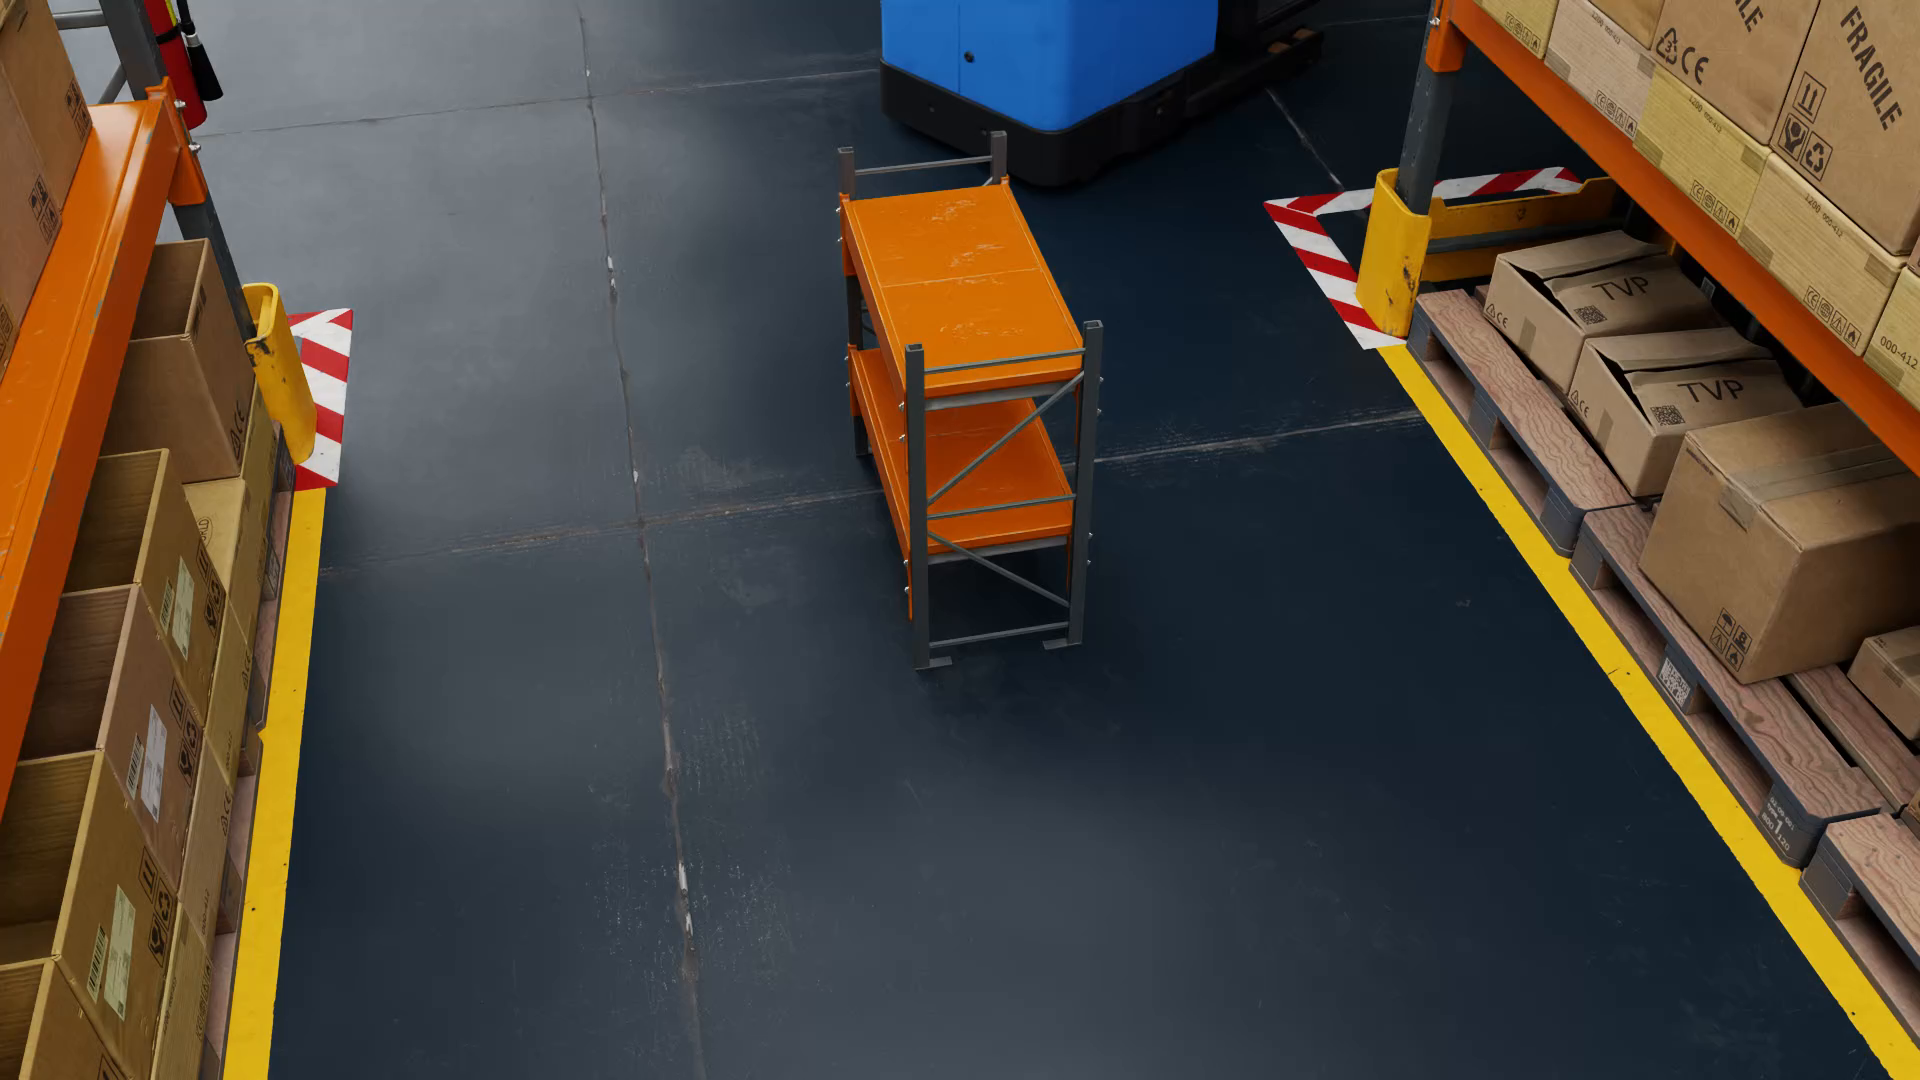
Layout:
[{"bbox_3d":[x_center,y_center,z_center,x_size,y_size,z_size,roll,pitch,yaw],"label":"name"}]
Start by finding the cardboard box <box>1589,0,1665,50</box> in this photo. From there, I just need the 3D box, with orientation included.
[{"bbox_3d":[1.981,-1.658,4.391,0.500,0.500,0.500,-8,42,-9],"label":"cardboard box"}]

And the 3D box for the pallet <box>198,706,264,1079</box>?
[{"bbox_3d":[-2.296,0.934,4.039,1.003,0.211,1.213,-8,42,-9],"label":"pallet"}]

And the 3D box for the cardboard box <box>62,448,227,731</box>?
[{"bbox_3d":[-2.125,0.154,4.007,0.500,0.500,0.500,-8,42,-9],"label":"cardboard box"}]

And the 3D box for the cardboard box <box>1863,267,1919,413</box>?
[{"bbox_3d":[2.317,-0.370,3.506,0.500,0.250,0.500,-9,42,-10],"label":"cardboard box"}]

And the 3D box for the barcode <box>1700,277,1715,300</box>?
[{"bbox_3d":[2.531,-0.847,5.632,0.001,0.075,0.075,-8,42,-9],"label":"barcode"}]

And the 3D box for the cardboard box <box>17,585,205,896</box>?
[{"bbox_3d":[-2.018,0.478,3.642,0.500,0.500,0.500,-8,42,-9],"label":"cardboard box"}]

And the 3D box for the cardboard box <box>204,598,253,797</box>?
[{"bbox_3d":[-2.128,0.435,4.256,0.500,0.250,0.500,-8,42,-9],"label":"cardboard box"}]

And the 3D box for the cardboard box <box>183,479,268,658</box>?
[{"bbox_3d":[-2.238,0.111,4.620,0.500,0.250,0.500,-8,42,-9],"label":"cardboard box"}]

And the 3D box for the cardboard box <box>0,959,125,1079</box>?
[{"bbox_3d":[-1.808,1.127,2.911,0.500,0.500,0.500,-8,42,-9],"label":"cardboard box"}]

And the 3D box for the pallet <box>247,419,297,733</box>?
[{"bbox_3d":[-2.556,0.144,4.928,1.003,0.211,1.213,-8,42,-9],"label":"pallet"}]

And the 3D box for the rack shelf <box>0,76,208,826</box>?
[{"bbox_3d":[-2.330,0.177,3.332,1.077,0.370,4.000,-8,42,-9],"label":"rack shelf"}]

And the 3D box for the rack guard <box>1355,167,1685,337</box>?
[{"bbox_3d":[2.091,-1.116,6.131,1.175,0.500,0.348,-8,42,-9],"label":"rack guard"}]

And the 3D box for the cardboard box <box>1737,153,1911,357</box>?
[{"bbox_3d":[2.207,-0.696,3.873,0.500,0.250,0.500,-8,42,-9],"label":"cardboard box"}]

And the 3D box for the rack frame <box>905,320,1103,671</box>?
[{"bbox_3d":[0.111,-0.087,4.500,0.500,1.125,0.032,-8,42,-9],"label":"rack frame"}]

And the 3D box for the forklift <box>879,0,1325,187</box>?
[{"bbox_3d":[1.037,-3.415,6.889,1.130,2.935,3.031,32,51,31],"label":"forklift"}]

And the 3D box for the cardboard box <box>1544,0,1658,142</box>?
[{"bbox_3d":[1.996,-1.355,4.615,0.500,0.250,0.500,-10,42,-11],"label":"cardboard box"}]

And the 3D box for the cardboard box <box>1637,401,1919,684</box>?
[{"bbox_3d":[2.369,-0.016,4.560,0.700,0.500,0.500,-11,43,-12],"label":"cardboard box"}]

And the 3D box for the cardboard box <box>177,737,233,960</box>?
[{"bbox_3d":[-2.022,0.759,3.890,0.500,0.250,0.500,-8,42,-9],"label":"cardboard box"}]

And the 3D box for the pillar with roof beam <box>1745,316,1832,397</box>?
[{"bbox_3d":[-1.133,-3.397,2.298,9.100,9.000,0.400,-8,42,-9],"label":"pillar with roof beam"}]

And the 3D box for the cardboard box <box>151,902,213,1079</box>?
[{"bbox_3d":[-1.908,1.082,3.526,0.500,0.250,0.500,-8,42,-9],"label":"cardboard box"}]

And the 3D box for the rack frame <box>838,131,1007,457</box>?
[{"bbox_3d":[-0.108,-0.746,5.243,0.500,1.125,0.032,-8,42,-9],"label":"rack frame"}]

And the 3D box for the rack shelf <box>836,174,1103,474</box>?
[{"bbox_3d":[0.001,-0.635,4.677,0.538,0.278,1.000,-8,42,-9],"label":"rack shelf"}]

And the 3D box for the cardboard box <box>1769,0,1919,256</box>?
[{"bbox_3d":[2.210,-0.989,3.638,0.500,0.500,0.500,-7,42,-8],"label":"cardboard box"}]

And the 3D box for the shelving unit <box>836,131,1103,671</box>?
[{"bbox_3d":[0.001,-0.416,4.872,0.538,1.125,1.048,-8,42,-9],"label":"shelving unit"}]

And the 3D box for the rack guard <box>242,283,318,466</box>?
[{"bbox_3d":[-2.767,-0.469,5.401,1.175,0.500,0.348,-8,42,-9],"label":"rack guard"}]

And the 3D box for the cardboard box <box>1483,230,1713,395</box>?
[{"bbox_3d":[2.136,-0.798,5.583,0.500,0.311,0.500,-13,43,-14],"label":"cardboard box"}]

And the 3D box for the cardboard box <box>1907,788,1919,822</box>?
[{"bbox_3d":[2.675,0.596,3.871,0.500,0.500,0.500,-11,43,-12],"label":"cardboard box"}]

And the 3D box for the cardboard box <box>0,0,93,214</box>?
[{"bbox_3d":[-2.673,-1.121,4.178,0.700,0.500,0.500,-8,42,-9],"label":"cardboard box"}]

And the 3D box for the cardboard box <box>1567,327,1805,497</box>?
[{"bbox_3d":[2.259,-0.428,5.167,0.500,0.311,0.500,-5,42,-6],"label":"cardboard box"}]

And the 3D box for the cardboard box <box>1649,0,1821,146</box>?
[{"bbox_3d":[2.087,-1.322,4.013,0.500,0.500,0.500,-10,42,-11],"label":"cardboard box"}]

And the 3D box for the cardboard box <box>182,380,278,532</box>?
[{"bbox_3d":[-2.357,-0.211,4.984,0.500,0.250,0.500,-8,42,-9],"label":"cardboard box"}]

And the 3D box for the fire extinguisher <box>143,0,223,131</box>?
[{"bbox_3d":[-2.333,-1.502,4.741,0.296,0.674,0.183,-8,42,-9],"label":"fire extinguisher"}]

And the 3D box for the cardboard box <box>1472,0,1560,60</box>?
[{"bbox_3d":[1.870,-1.690,4.992,0.500,0.250,0.500,-9,42,-11],"label":"cardboard box"}]

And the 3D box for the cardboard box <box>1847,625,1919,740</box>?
[{"bbox_3d":[2.612,0.355,4.407,0.380,0.149,0.250,-12,43,-13],"label":"cardboard box"}]

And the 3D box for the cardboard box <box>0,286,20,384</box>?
[{"bbox_3d":[-2.454,-0.459,3.432,0.700,0.500,0.500,-8,42,-9],"label":"cardboard box"}]

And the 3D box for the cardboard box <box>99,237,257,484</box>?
[{"bbox_3d":[-2.355,-0.492,4.735,0.500,0.500,0.500,-8,42,-9],"label":"cardboard box"}]

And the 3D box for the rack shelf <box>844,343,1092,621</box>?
[{"bbox_3d":[0.001,-0.233,5.034,0.538,0.278,1.000,-8,42,-9],"label":"rack shelf"}]

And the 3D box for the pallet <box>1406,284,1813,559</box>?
[{"bbox_3d":[2.232,-0.476,5.628,1.003,0.211,1.213,-8,42,-9],"label":"pallet"}]

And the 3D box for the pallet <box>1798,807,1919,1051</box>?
[{"bbox_3d":[2.759,1.105,3.846,1.003,0.211,1.213,-8,42,-9],"label":"pallet"}]

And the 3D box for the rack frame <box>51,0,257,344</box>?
[{"bbox_3d":[-2.762,-1.388,4.554,1.000,3.000,0.127,-8,42,-9],"label":"rack frame"}]

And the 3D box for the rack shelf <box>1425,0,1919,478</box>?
[{"bbox_3d":[2.506,-0.535,4.135,1.077,0.370,4.000,-8,42,-9],"label":"rack shelf"}]

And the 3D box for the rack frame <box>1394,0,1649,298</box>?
[{"bbox_3d":[2.075,-2.100,5.356,1.000,3.000,0.127,-8,42,-9],"label":"rack frame"}]

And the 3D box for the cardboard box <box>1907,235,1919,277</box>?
[{"bbox_3d":[2.322,-0.652,3.258,0.500,0.500,0.500,-9,42,-11],"label":"cardboard box"}]

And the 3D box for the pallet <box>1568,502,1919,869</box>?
[{"bbox_3d":[2.492,0.313,4.739,1.003,0.211,1.213,-8,42,-9],"label":"pallet"}]

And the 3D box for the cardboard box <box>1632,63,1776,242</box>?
[{"bbox_3d":[2.100,-1.024,4.242,0.500,0.250,0.500,-9,42,-10],"label":"cardboard box"}]

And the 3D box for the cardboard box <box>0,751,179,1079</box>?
[{"bbox_3d":[-1.908,0.802,3.277,0.500,0.500,0.500,-8,42,-9],"label":"cardboard box"}]

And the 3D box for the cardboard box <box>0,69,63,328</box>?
[{"bbox_3d":[-2.555,-0.781,3.795,0.700,0.500,0.500,-7,42,-8],"label":"cardboard box"}]
